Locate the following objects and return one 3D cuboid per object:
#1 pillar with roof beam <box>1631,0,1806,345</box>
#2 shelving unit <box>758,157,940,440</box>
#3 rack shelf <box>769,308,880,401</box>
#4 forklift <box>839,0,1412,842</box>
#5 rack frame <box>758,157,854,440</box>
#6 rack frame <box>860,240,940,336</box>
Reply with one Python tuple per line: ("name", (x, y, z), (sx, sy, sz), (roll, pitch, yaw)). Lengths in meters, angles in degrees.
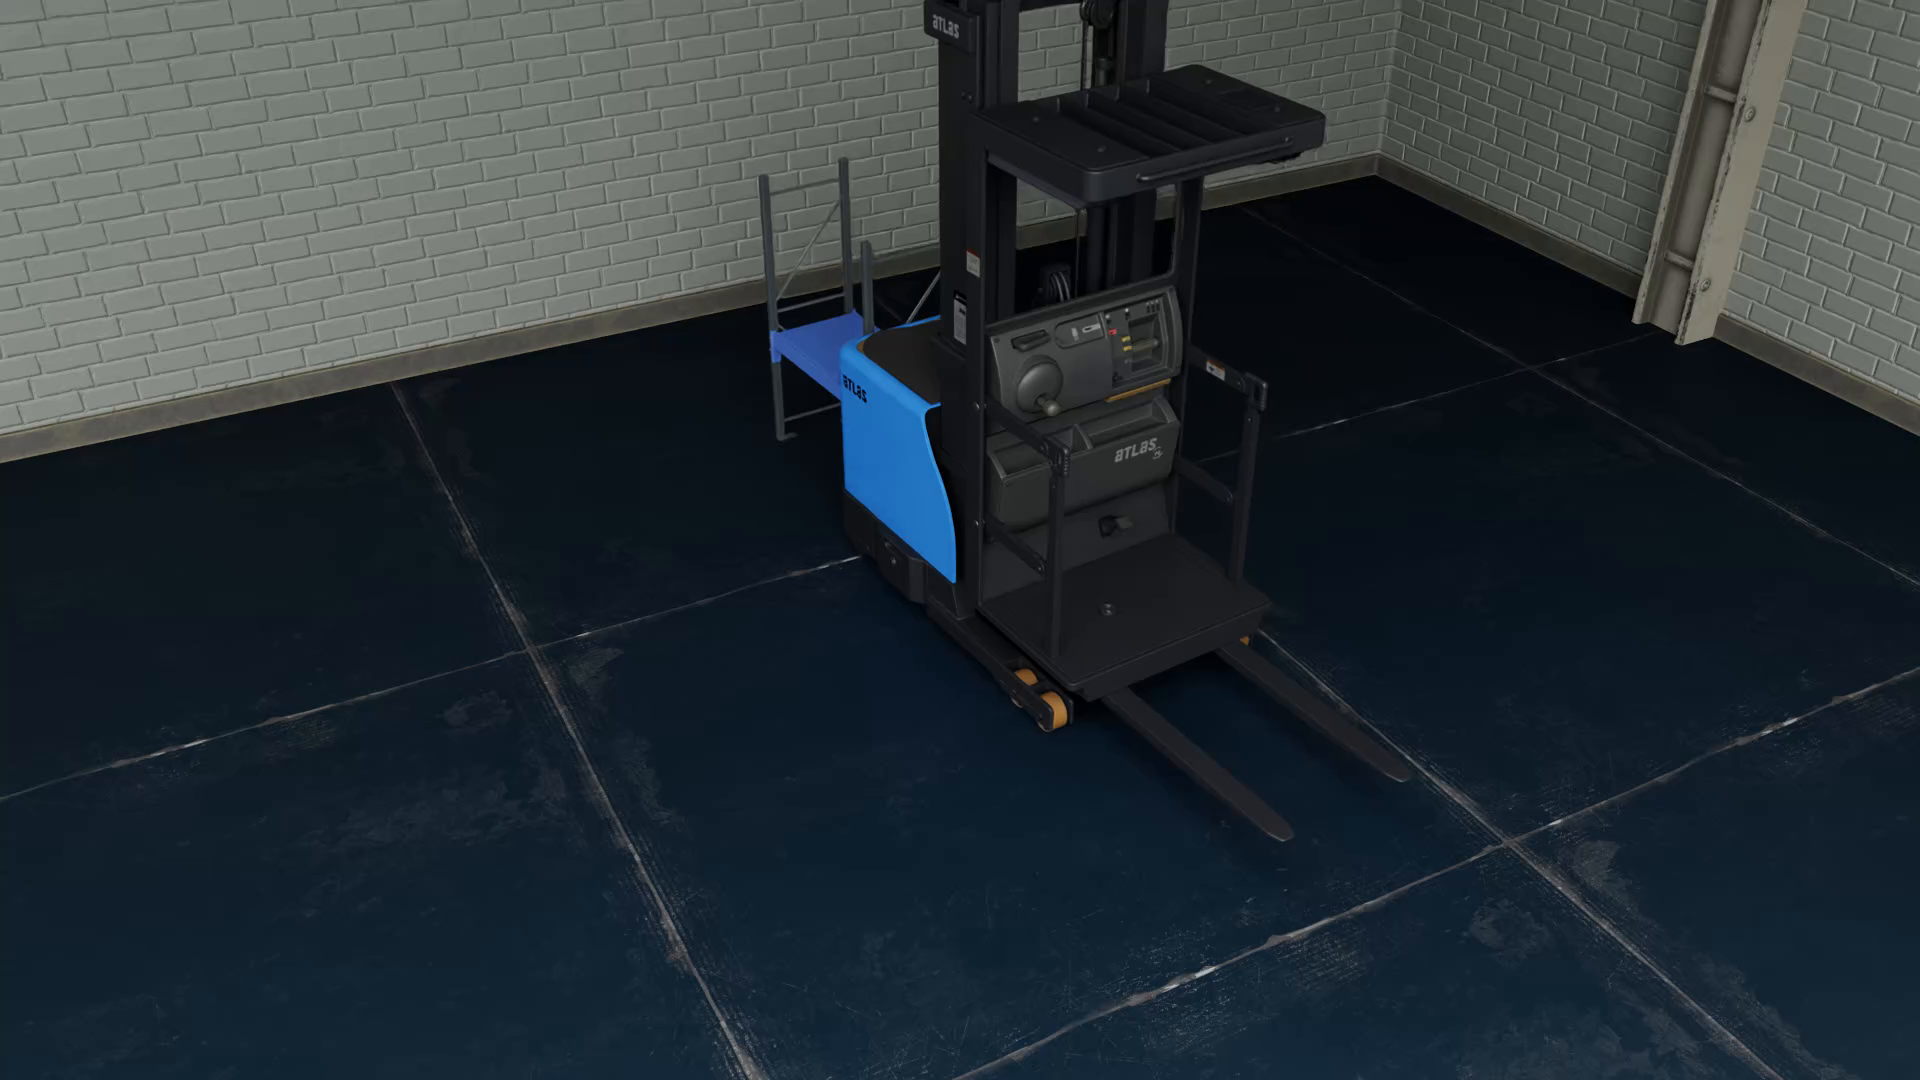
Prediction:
("pillar with roof beam", (0.609, -4.019, 6.181), (9.100, 9.000, 0.400), (-16, 36, -23))
("shelving unit", (-0.514, -1.026, 8.461), (0.538, 1.500, 1.048), (-19, 37, -27))
("rack shelf", (-0.514, -0.874, 8.558), (0.538, 0.185, 1.000), (-19, 37, -27))
("forklift", (0.644, -0.722, 6.660), (1.130, 2.935, 3.031), (-19, 37, -27))
("rack frame", (-0.790, -1.256, 8.820), (0.500, 1.500, 0.032), (-19, 37, -27))
("rack frame", (-0.238, -0.795, 8.101), (0.500, 1.500, 0.032), (-19, 37, -27))
